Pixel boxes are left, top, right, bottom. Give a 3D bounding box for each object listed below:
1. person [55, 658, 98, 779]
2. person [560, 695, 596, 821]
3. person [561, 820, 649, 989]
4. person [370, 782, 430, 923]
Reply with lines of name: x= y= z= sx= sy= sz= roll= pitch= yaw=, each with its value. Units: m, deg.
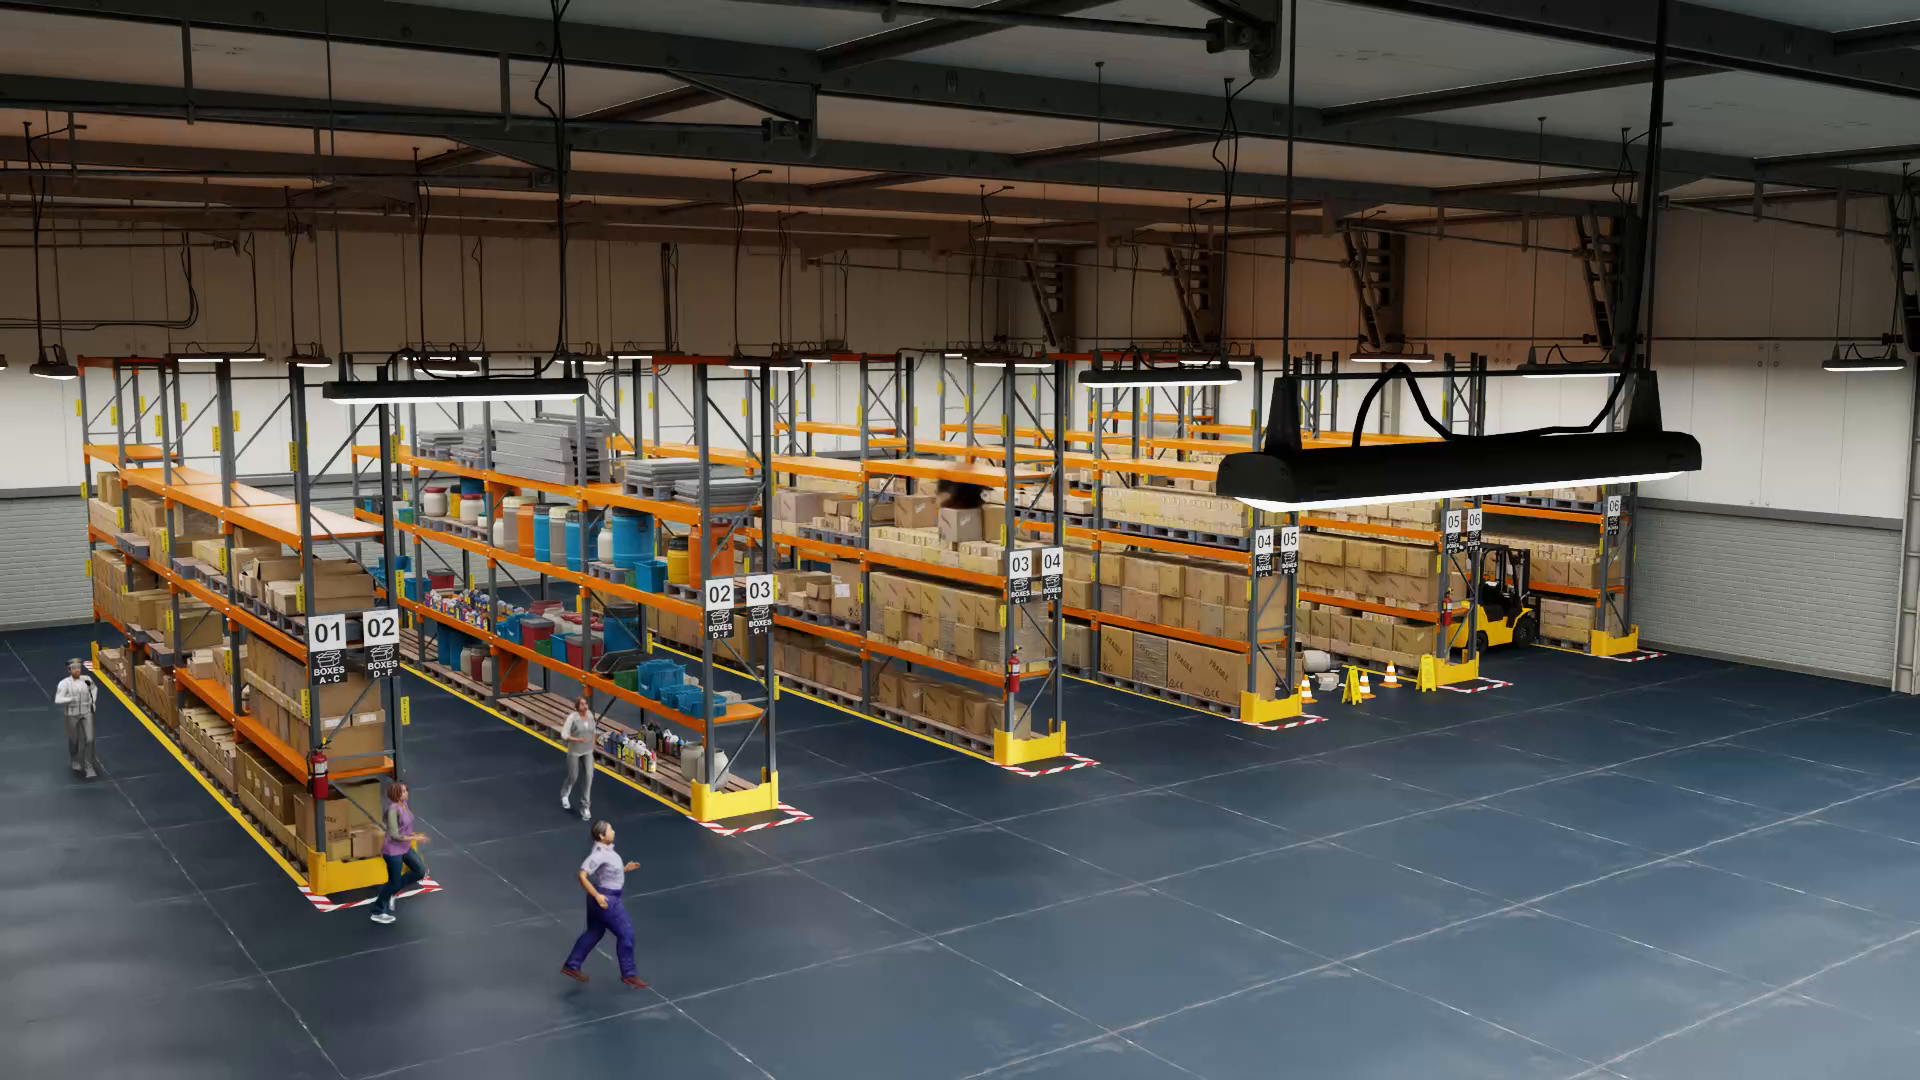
person: x=-12.784 y=2.563 z=24.128 sx=0.596 sy=1.740 sz=0.720 roll=-5 pitch=9 yaw=-37
person: x=-5.059 y=2.857 z=22.140 sx=0.554 sy=1.624 sz=0.777 roll=-5 pitch=8 yaw=-35
person: x=-3.463 y=3.555 z=16.187 sx=0.797 sy=1.696 sz=0.586 roll=-2 pitch=7 yaw=-18
person: x=-6.078 y=3.375 z=18.085 sx=0.682 sy=1.555 sz=0.573 roll=0 pitch=7 yaw=2
